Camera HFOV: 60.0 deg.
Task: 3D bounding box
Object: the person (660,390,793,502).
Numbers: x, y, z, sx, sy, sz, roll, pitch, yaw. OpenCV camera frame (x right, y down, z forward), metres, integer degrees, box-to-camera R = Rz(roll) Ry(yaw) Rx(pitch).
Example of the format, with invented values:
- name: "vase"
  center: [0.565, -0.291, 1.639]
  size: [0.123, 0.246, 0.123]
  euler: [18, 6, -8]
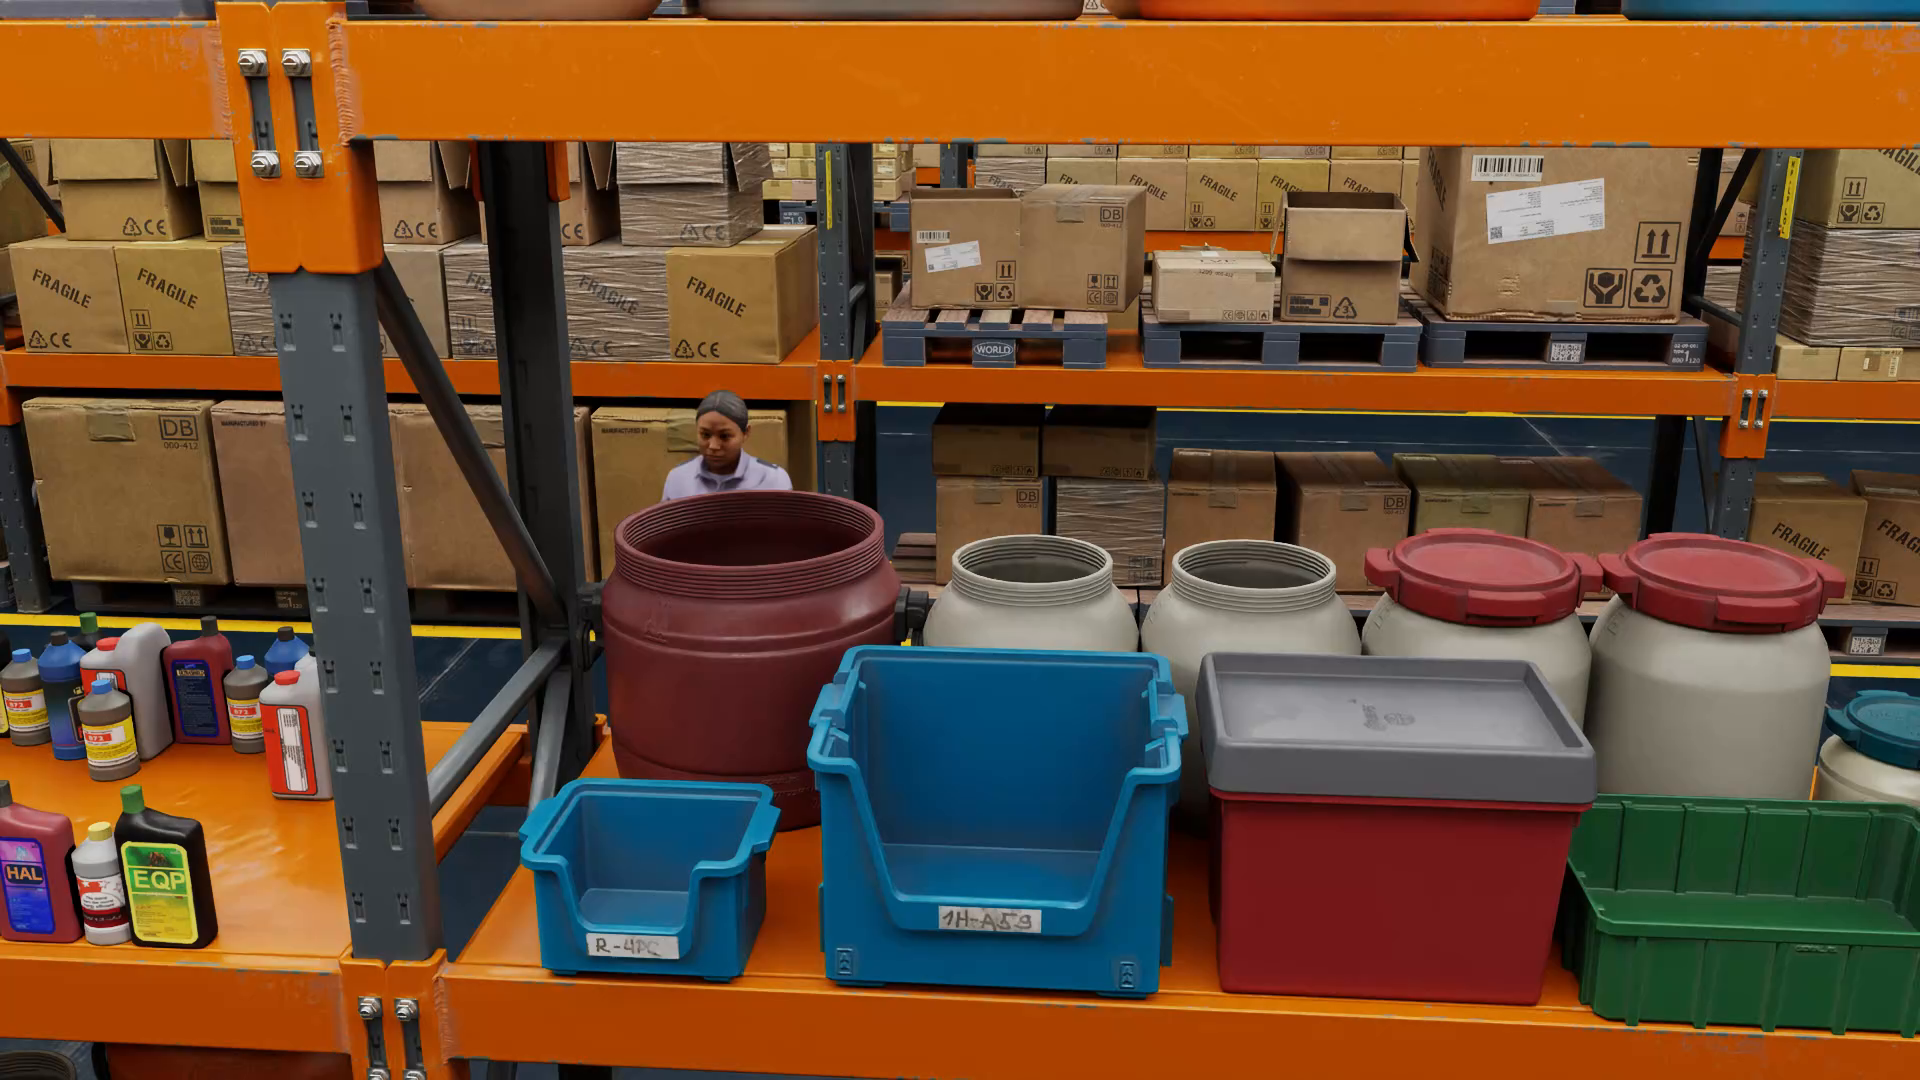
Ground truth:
- name: "person"
  center: [-0.777, 0.329, 5.537]
  size: [0.544, 1.667, 0.487]
  euler: [3, 18, 8]
